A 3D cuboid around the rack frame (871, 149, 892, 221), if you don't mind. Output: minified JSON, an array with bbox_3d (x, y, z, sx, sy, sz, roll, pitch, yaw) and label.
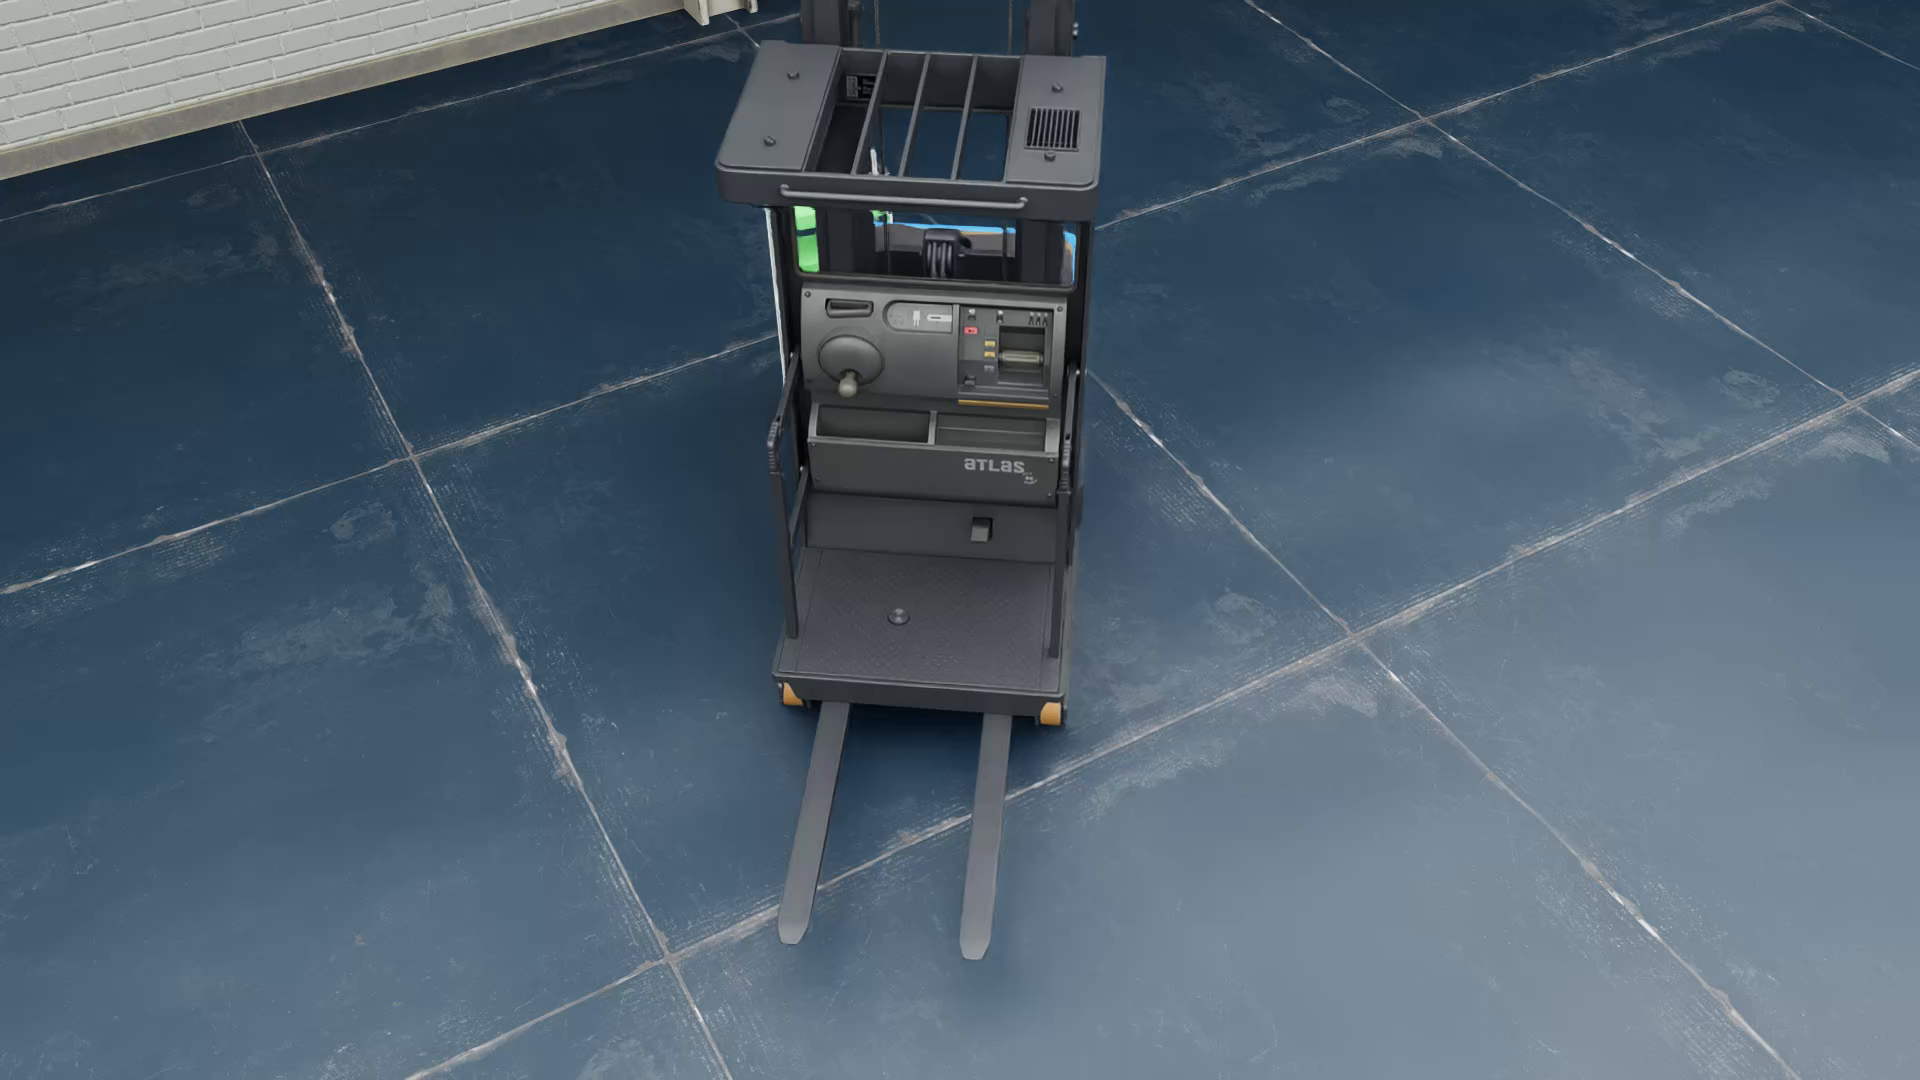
[{"bbox_3d":[-0.331,-1.167,7.511,0.015,1.200,0.240,-13,43,-13],"label":"rack frame"}]

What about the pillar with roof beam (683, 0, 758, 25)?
[{"bbox_3d":[0.601,-4.051,4.892,0.400,9.000,9.100,-22,48,-21],"label":"pillar with roof beam"}]

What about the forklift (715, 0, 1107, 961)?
[{"bbox_3d":[-0.114,-0.588,5.681,1.130,2.935,3.031,4,44,4],"label":"forklift"}]

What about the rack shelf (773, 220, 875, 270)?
[{"bbox_3d":[-0.565,-1.246,7.340,0.480,0.148,0.258,-13,43,-13],"label":"rack shelf"}]

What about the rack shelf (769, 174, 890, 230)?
[{"bbox_3d":[-0.569,-1.427,7.182,0.480,0.148,0.258,-13,43,-13],"label":"rack shelf"}]

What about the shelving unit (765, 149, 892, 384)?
[{"bbox_3d":[-0.562,-1.114,7.456,0.503,1.200,0.258,-13,43,-13],"label":"shelving unit"}]

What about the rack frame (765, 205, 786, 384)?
[{"bbox_3d":[-0.794,-1.060,7.400,0.015,1.200,0.240,-13,43,-13],"label":"rack frame"}]
